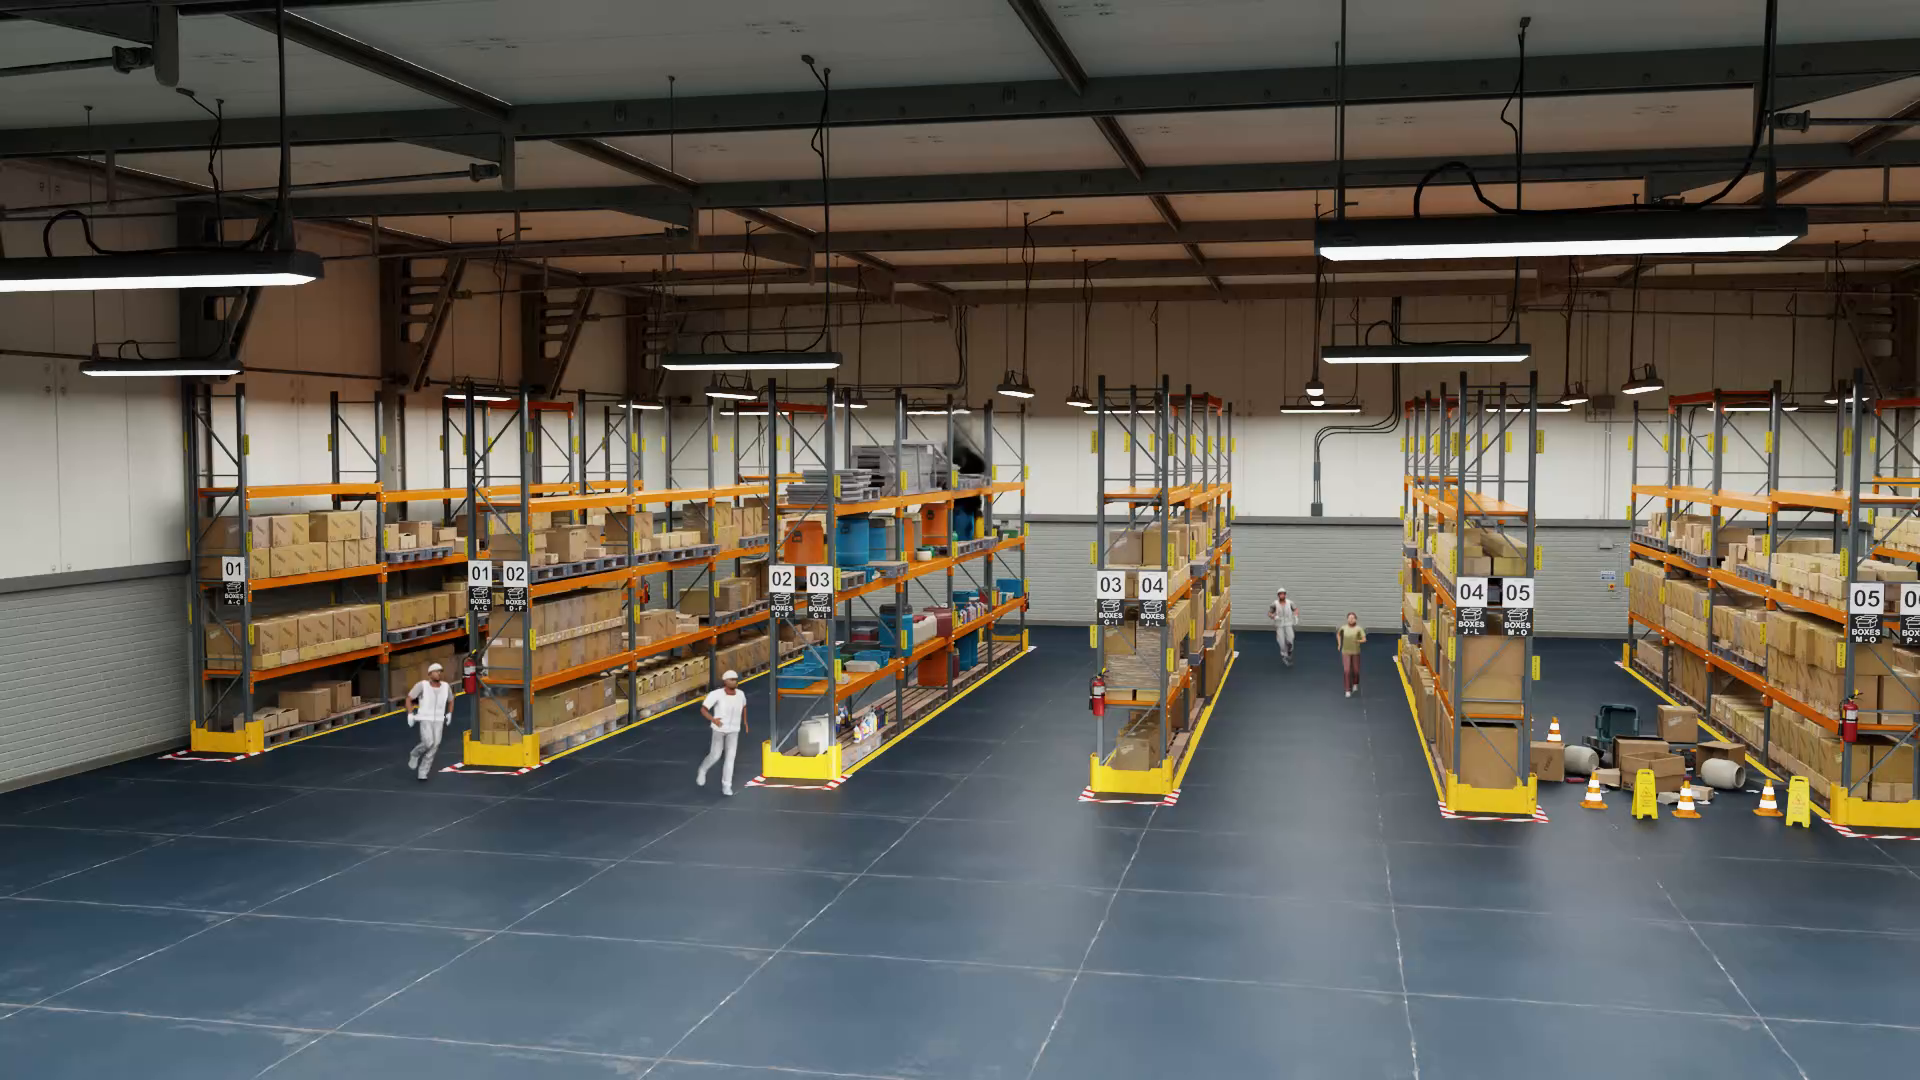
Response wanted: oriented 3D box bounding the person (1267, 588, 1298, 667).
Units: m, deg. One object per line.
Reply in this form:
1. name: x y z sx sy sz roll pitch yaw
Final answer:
1. person: 7.286 1.976 37.523 0.692 1.782 0.575 0 3 6

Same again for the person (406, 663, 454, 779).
1. person: -7.934 2.718 25.032 0.732 1.706 0.547 -3 4 -39

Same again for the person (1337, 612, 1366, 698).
1. person: 7.779 2.261 33.057 0.581 1.646 0.960 1 3 15

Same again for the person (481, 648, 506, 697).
1. person: -8.281 2.465 29.649 0.576 1.749 0.729 0 3 -2

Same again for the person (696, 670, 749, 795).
1. person: -3.356 2.753 24.007 0.764 1.724 0.961 -2 4 -30
